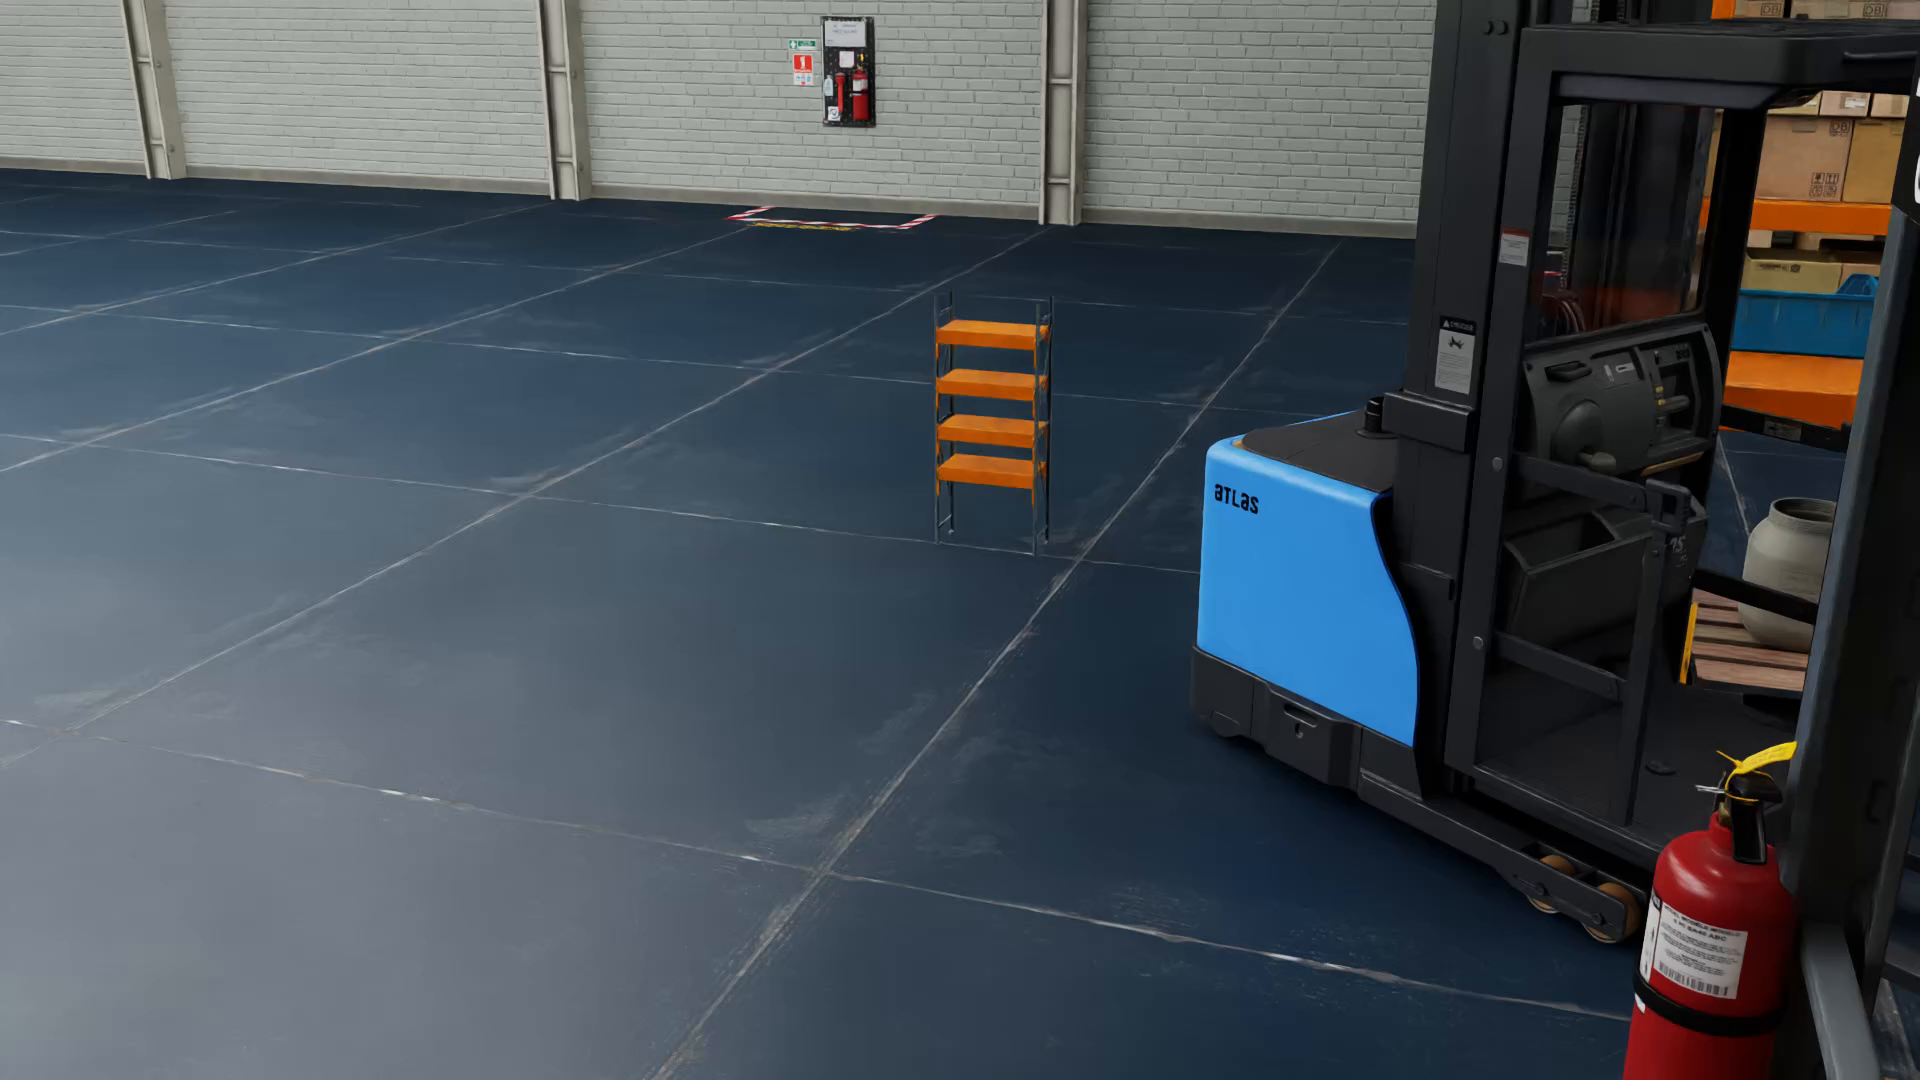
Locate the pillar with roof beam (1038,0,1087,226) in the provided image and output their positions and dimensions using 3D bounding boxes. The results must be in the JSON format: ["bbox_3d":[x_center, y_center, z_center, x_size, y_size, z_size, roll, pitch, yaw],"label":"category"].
[{"bbox_3d":[-0.338,-6.310,12.506,0.400,9.000,9.100,7,20,18],"label":"pillar with roof beam"}]

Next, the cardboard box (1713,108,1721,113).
[{"bbox_3d":[4.475,-2.677,10.062,0.250,0.149,0.380,6,20,18],"label":"cardboard box"}]

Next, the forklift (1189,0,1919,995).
[{"bbox_3d":[2.108,-0.411,4.803,1.130,2.935,3.031,-13,23,-33],"label":"forklift"}]

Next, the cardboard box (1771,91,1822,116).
[{"bbox_3d":[4.961,-2.622,9.905,0.250,0.149,0.380,7,20,18],"label":"cardboard box"}]

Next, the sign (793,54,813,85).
[{"bbox_3d":[-1.736,-5.203,18.390,0.234,0.329,0.001,7,20,18],"label":"sign"}]

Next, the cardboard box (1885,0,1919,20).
[{"bbox_3d":[5.637,-2.924,9.783,0.500,0.500,0.700,7,20,18],"label":"cardboard box"}]

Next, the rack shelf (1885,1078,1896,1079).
[{"bbox_3d":[2.810,1.202,1.163,4.000,0.370,1.077,7,20,18],"label":"rack shelf"}]

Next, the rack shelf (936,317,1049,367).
[{"bbox_3d":[0.156,-0.920,7.698,0.480,0.148,0.258,7,20,18],"label":"rack shelf"}]

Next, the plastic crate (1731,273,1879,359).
[{"bbox_3d":[3.117,-0.862,6.219,0.616,0.251,0.499,7,20,18],"label":"plastic crate"}]

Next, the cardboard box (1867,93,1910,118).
[{"bbox_3d":[5.451,-2.566,9.744,0.250,0.149,0.380,6,20,16],"label":"cardboard box"}]

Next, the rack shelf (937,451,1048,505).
[{"bbox_3d":[0.156,-0.298,7.915,0.480,0.148,0.258,7,20,18],"label":"rack shelf"}]

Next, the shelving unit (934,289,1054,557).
[{"bbox_3d":[0.156,-0.549,7.827,0.503,1.200,0.258,7,20,18],"label":"shelving unit"}]

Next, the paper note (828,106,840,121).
[{"bbox_3d":[-1.392,-4.719,18.394,0.142,0.148,0.016,7,20,18],"label":"paper note"}]

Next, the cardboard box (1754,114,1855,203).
[{"bbox_3d":[5.109,-2.371,10.168,0.500,0.500,0.700,7,20,19],"label":"cardboard box"}]

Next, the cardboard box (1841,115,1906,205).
[{"bbox_3d":[5.577,-2.315,10.009,0.500,0.500,0.700,7,20,18],"label":"cardboard box"}]

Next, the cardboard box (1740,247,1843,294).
[{"bbox_3d":[5.082,-1.507,10.242,0.500,0.500,0.500,7,20,18],"label":"cardboard box"}]

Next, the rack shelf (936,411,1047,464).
[{"bbox_3d":[0.156,-0.485,7.850,0.480,0.148,0.258,7,20,18],"label":"rack shelf"}]

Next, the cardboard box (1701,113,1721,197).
[{"bbox_3d":[4.612,-2.426,10.327,0.500,0.500,0.700,7,20,18],"label":"cardboard box"}]

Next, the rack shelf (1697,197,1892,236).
[{"bbox_3d":[6.064,-1.877,9.998,4.000,0.370,1.077,7,20,18],"label":"rack shelf"}]

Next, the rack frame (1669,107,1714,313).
[{"bbox_3d":[2.546,-0.893,6.082,0.127,3.000,1.000,7,20,18],"label":"rack frame"}]

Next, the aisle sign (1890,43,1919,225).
[{"bbox_3d":[0.961,-0.681,1.523,0.004,0.787,0.394,7,20,18],"label":"aisle sign"}]

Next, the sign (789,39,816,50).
[{"bbox_3d":[-1.734,-5.450,18.294,0.331,0.109,0.001,7,20,18],"label":"sign"}]

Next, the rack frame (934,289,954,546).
[{"bbox_3d":[-0.074,-0.575,7.903,0.015,1.200,0.240,7,20,18],"label":"rack frame"}]

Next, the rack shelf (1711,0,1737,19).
[{"bbox_3d":[4.435,-1.754,5.087,4.000,0.370,1.077,7,20,18],"label":"rack shelf"}]

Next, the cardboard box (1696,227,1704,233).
[{"bbox_3d":[6.421,-2.809,14.995,0.500,0.311,0.500,4,20,12],"label":"cardboard box"}]

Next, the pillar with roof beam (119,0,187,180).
[{"bbox_3d":[-11.674,-7.606,16.224,0.400,9.000,9.100,7,20,18],"label":"pillar with roof beam"}]

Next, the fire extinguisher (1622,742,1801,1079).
[{"bbox_3d":[0.964,0.527,2.124,0.183,0.674,0.296,7,20,18],"label":"fire extinguisher"}]

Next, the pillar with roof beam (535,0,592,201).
[{"bbox_3d":[-6.006,-6.958,14.365,0.400,9.000,9.100,7,20,18],"label":"pillar with roof beam"}]

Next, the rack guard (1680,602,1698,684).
[{"bbox_3d":[2.633,0.280,6.512,0.348,0.500,1.175,7,20,18],"label":"rack guard"}]

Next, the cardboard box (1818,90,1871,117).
[{"bbox_3d":[5.198,-2.594,9.824,0.250,0.149,0.380,6,20,17],"label":"cardboard box"}]

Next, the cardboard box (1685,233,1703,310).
[{"bbox_3d":[4.779,-1.722,10.859,0.500,0.500,0.500,7,20,18],"label":"cardboard box"}]

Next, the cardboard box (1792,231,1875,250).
[{"bbox_3d":[7.636,-2.742,14.515,0.500,0.500,0.700,5,20,15],"label":"cardboard box"}]

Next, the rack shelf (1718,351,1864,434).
[{"bbox_3d":[4.435,-0.338,5.581,4.000,0.370,1.077,7,20,18],"label":"rack shelf"}]

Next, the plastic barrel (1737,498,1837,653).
[{"bbox_3d":[3.193,0.130,6.287,0.421,0.512,0.421,0,19,0],"label":"plastic barrel"}]

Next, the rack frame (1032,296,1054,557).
[{"bbox_3d":[0.387,-0.522,7.752,0.015,1.200,0.240,7,20,18],"label":"rack frame"}]

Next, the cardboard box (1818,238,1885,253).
[{"bbox_3d":[5.729,-1.618,10.562,0.500,0.500,0.500,7,20,18],"label":"cardboard box"}]

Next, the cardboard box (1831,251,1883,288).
[{"bbox_3d":[5.558,-1.457,10.098,0.500,0.500,0.500,7,20,18],"label":"cardboard box"}]

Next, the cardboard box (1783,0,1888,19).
[{"bbox_3d":[5.160,-2.978,9.939,0.500,0.500,0.700,6,20,17],"label":"cardboard box"}]

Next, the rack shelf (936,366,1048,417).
[{"bbox_3d":[0.156,-0.696,7.776,0.480,0.148,0.258,7,20,18],"label":"rack shelf"}]

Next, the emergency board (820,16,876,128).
[{"bbox_3d":[-1.247,-5.094,18.133,0.643,1.169,0.194,7,20,18],"label":"emergency board"}]

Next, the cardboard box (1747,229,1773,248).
[{"bbox_3d":[6.960,-2.748,14.818,0.500,0.311,0.500,8,21,23],"label":"cardboard box"}]

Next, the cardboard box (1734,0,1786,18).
[{"bbox_3d":[4.662,-3.033,10.097,0.500,0.500,0.700,7,20,18],"label":"cardboard box"}]

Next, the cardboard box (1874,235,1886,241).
[{"bbox_3d":[8.071,-2.582,14.590,0.250,0.149,0.380,5,20,14],"label":"cardboard box"}]

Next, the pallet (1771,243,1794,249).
[{"bbox_3d":[7.773,-2.418,14.692,1.213,0.211,1.003,7,20,18],"label":"pallet"}]

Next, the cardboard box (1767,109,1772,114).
[{"bbox_3d":[4.725,-2.650,9.983,0.250,0.149,0.380,6,20,17],"label":"cardboard box"}]

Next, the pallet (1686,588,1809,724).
[{"bbox_3d":[3.399,0.506,6.303,1.213,0.211,1.003,7,20,18],"label":"pallet"}]
